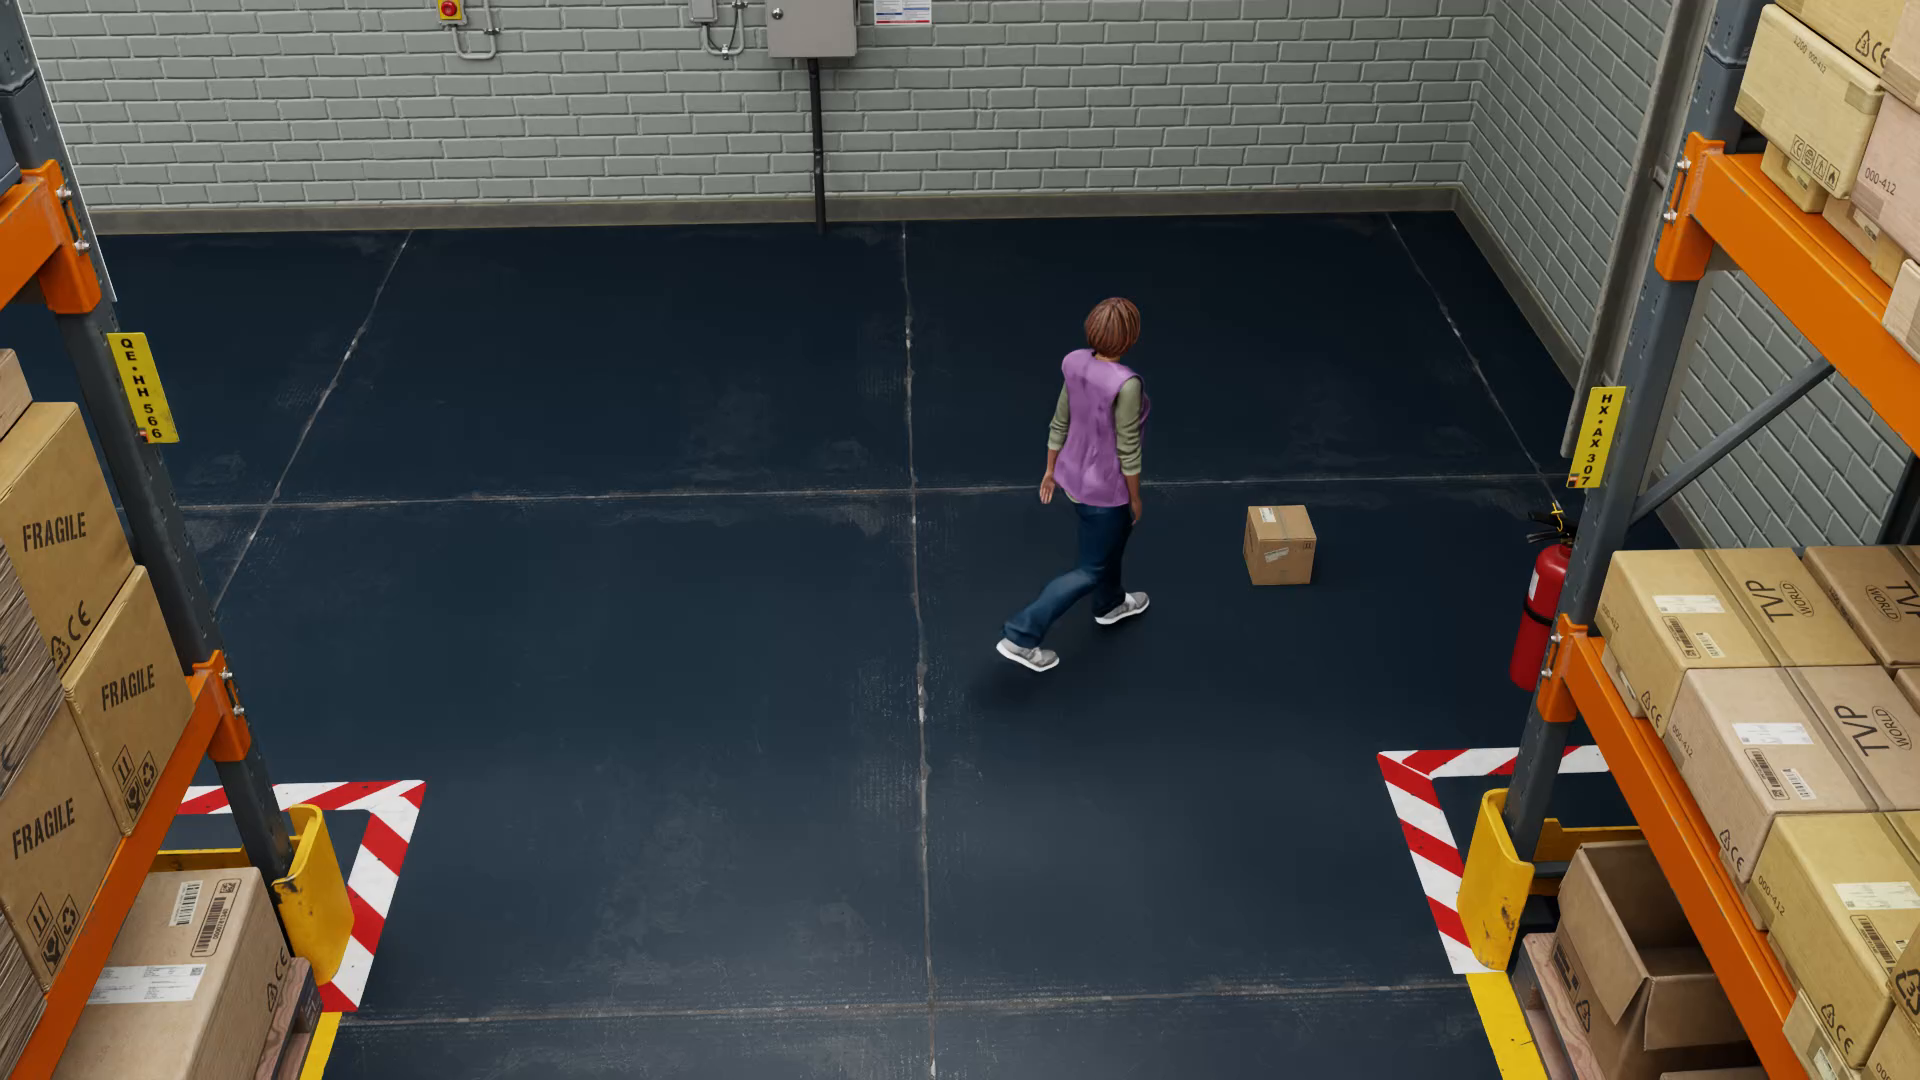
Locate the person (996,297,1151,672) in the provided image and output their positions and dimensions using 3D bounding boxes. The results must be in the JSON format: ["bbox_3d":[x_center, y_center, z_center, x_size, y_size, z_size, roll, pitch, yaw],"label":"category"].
[{"bbox_3d":[0.478,-0.205,6.445,0.833,1.556,0.425,-19,40,-24],"label":"person"}]
